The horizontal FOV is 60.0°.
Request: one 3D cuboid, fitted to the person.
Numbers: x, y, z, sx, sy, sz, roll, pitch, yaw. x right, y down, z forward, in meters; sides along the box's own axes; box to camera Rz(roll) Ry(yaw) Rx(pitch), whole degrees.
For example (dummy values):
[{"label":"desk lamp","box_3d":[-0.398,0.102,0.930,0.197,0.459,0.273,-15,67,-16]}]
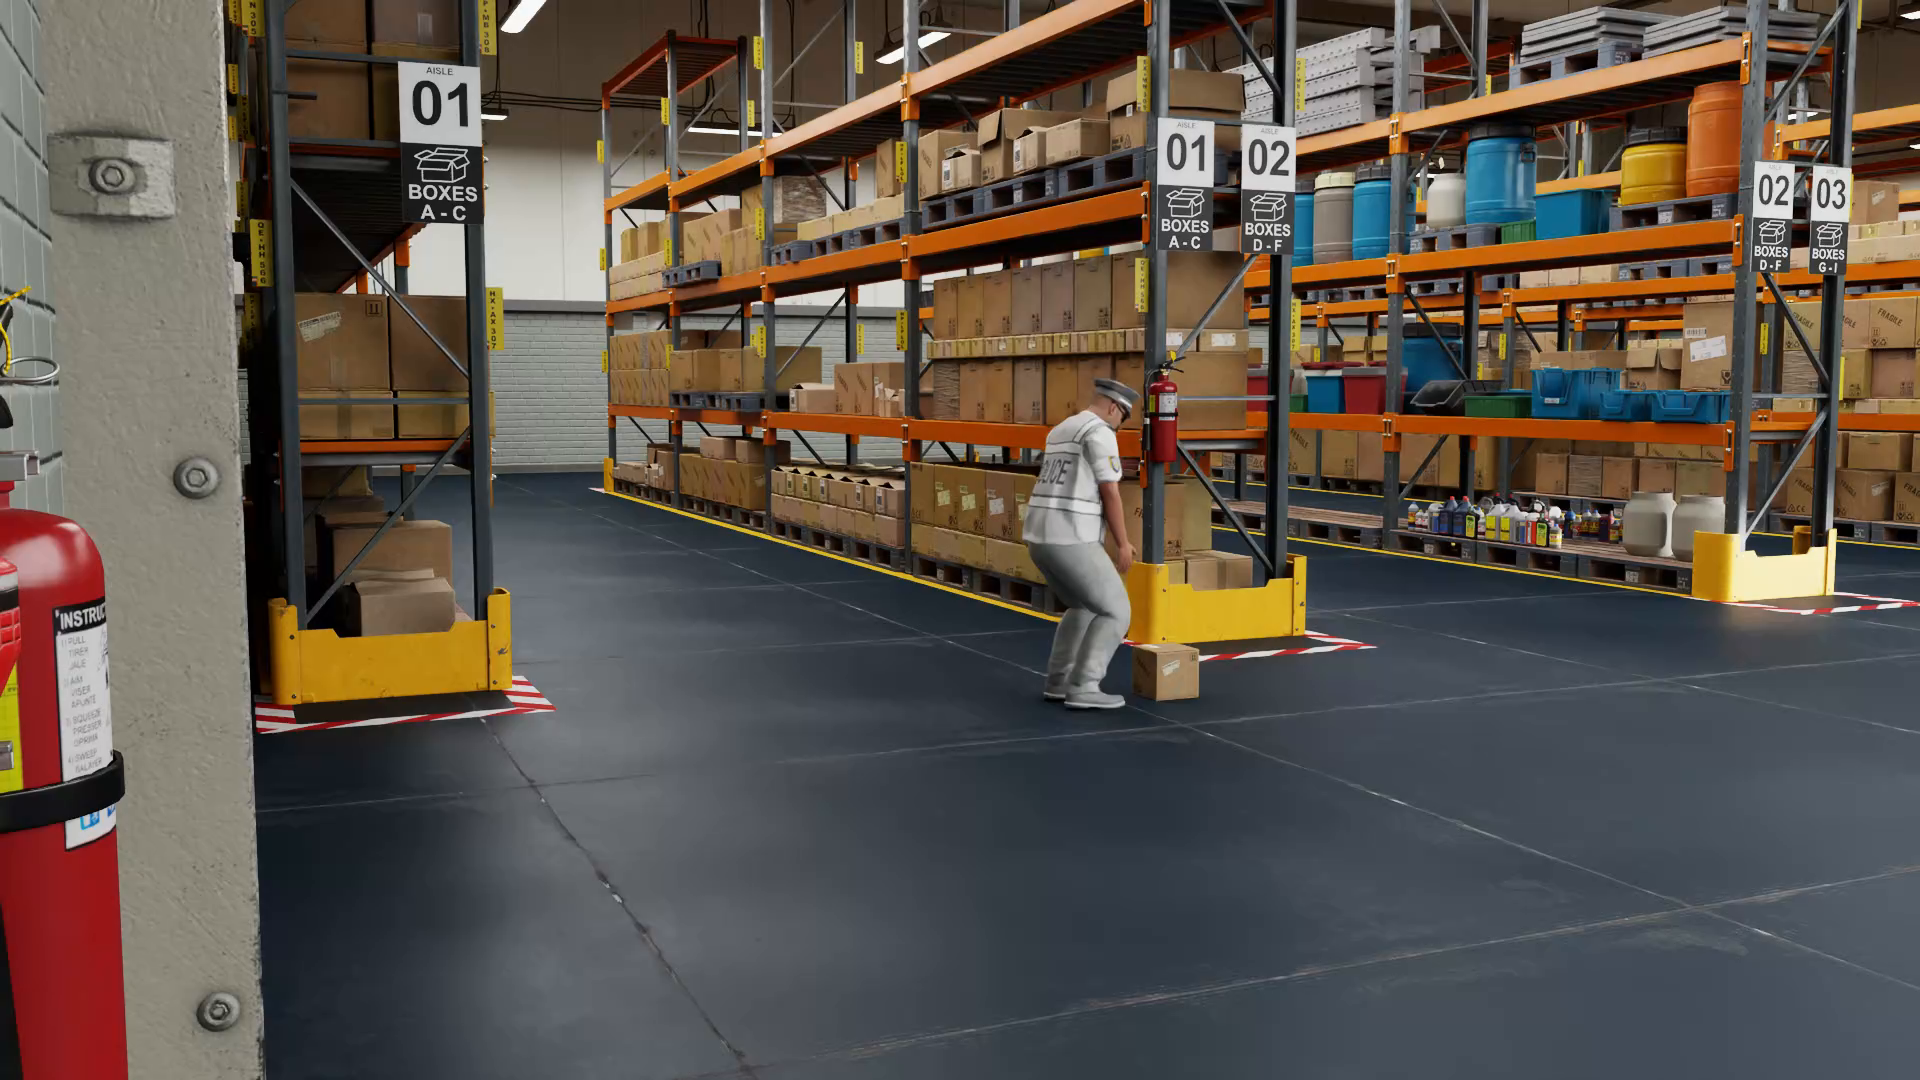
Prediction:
[{"label":"person","box_3d":[0.614,0.010,8.323,0.609,1.633,0.575,-2,6,-23]}]
